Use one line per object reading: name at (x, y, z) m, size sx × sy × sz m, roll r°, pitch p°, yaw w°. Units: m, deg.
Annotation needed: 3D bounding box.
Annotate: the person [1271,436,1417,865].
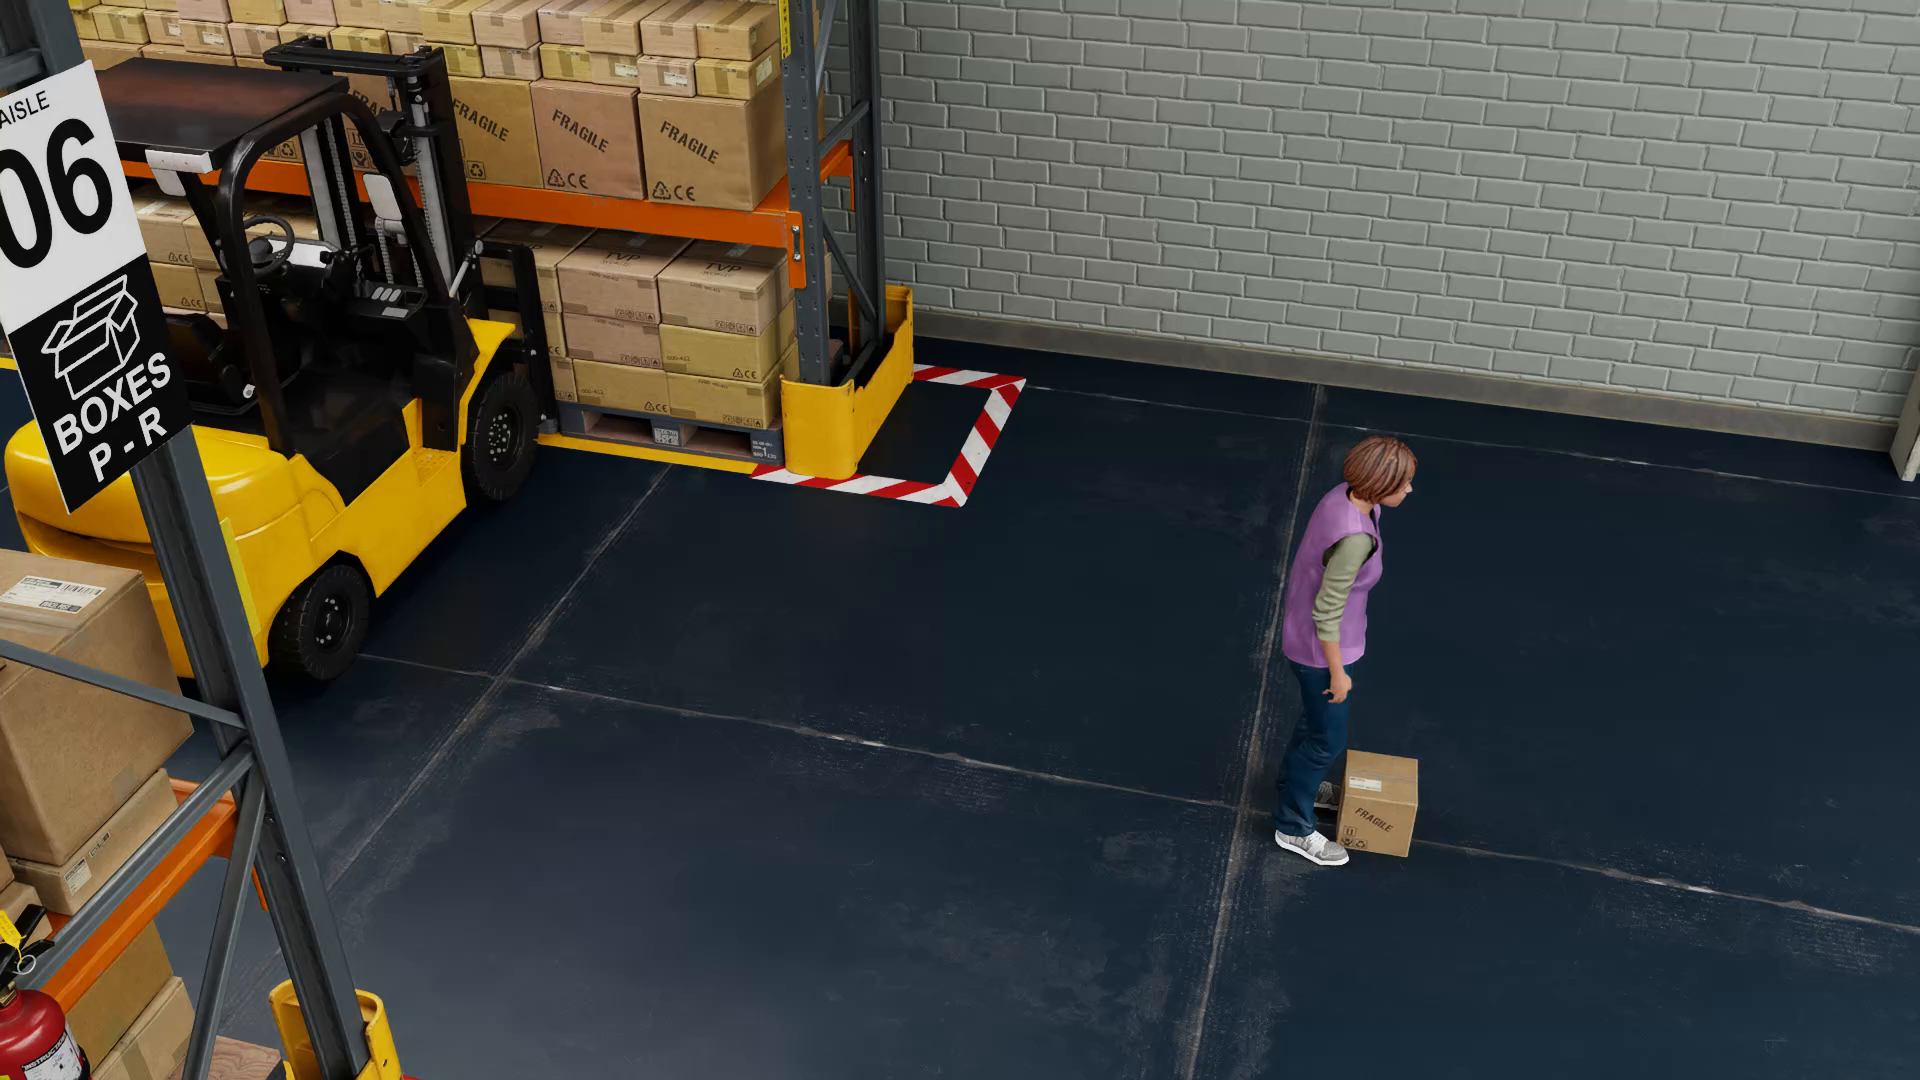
person at (1.258, 0.354, 5.611) m, size 0.346 × 1.592 × 0.455 m, roll 8°, pitch 34°, yaw 12°
